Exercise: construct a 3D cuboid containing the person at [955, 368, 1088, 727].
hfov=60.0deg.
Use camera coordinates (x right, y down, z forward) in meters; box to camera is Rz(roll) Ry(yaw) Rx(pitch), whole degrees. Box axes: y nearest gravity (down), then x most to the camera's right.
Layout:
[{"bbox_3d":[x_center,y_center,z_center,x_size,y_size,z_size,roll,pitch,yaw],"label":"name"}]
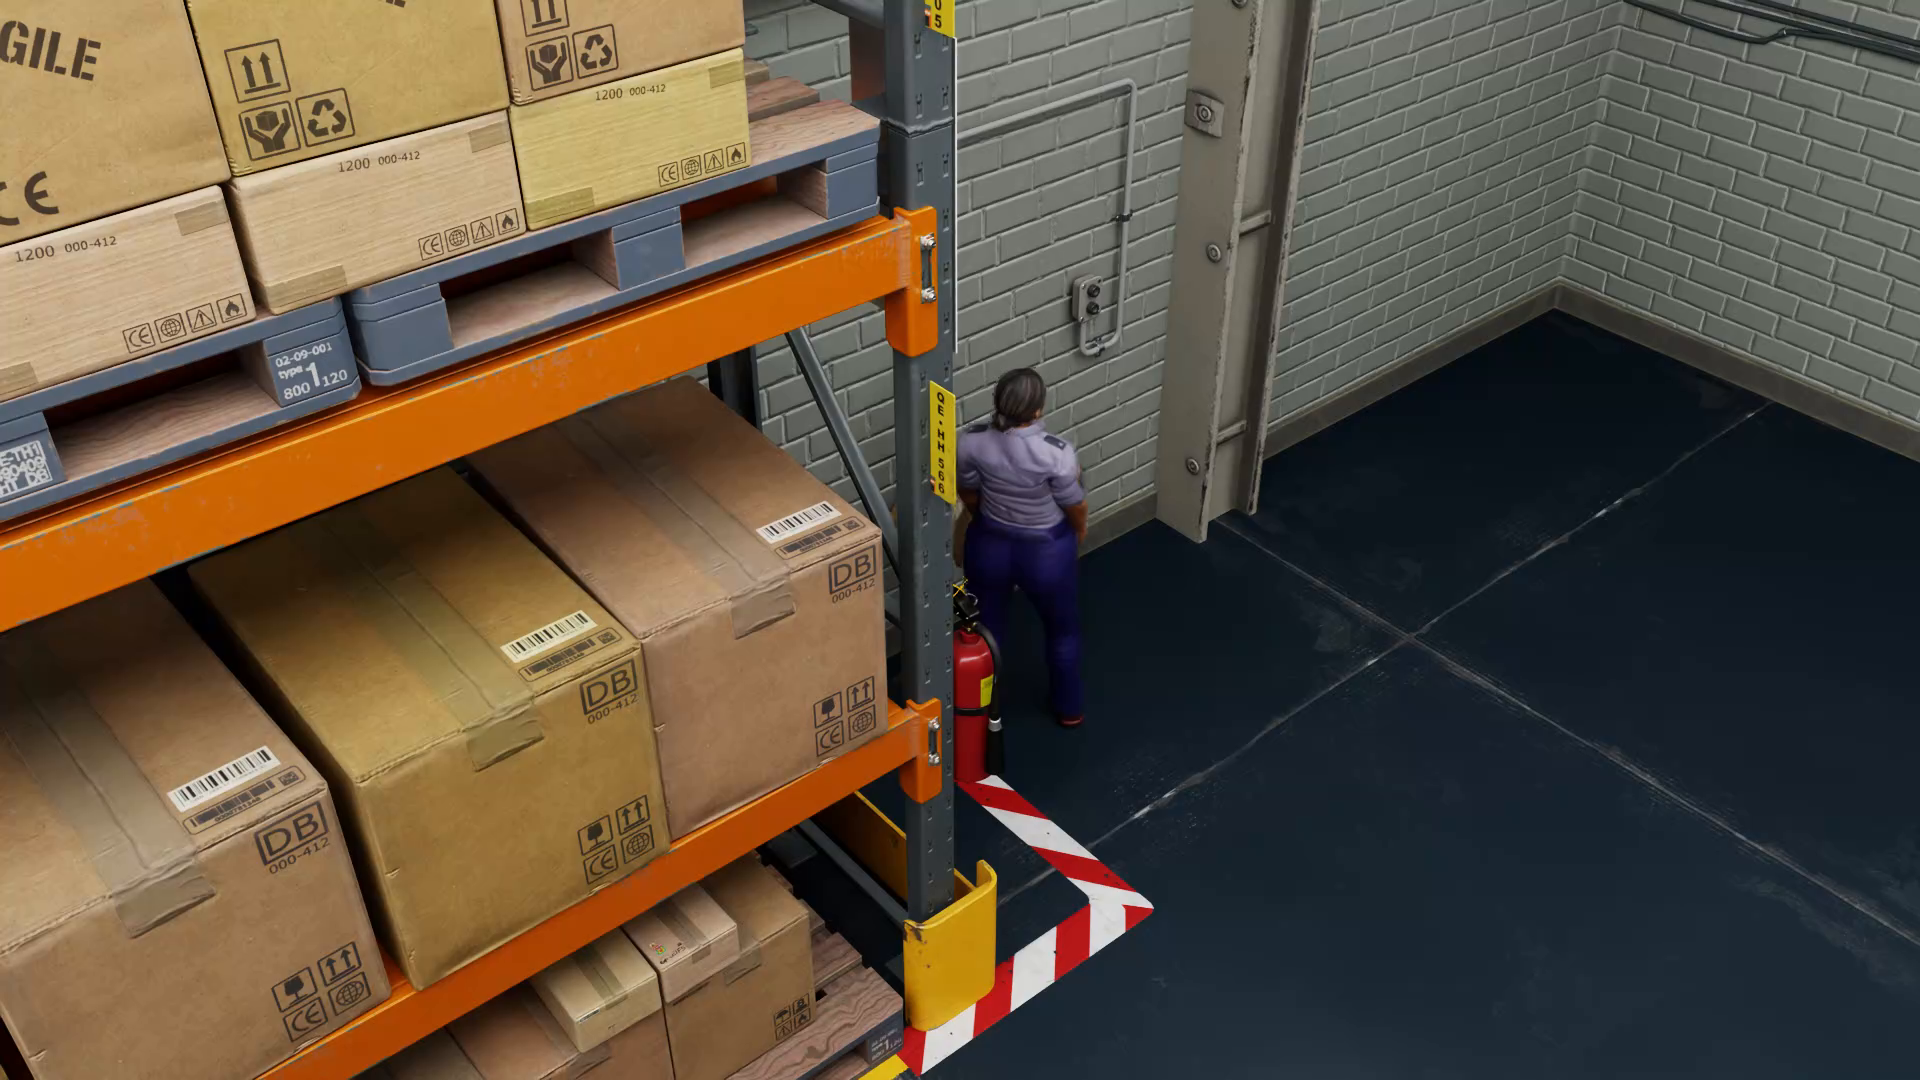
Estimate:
[{"bbox_3d":[0.240,0.028,6.120,0.507,1.652,0.489,11,37,14],"label":"person"}]
